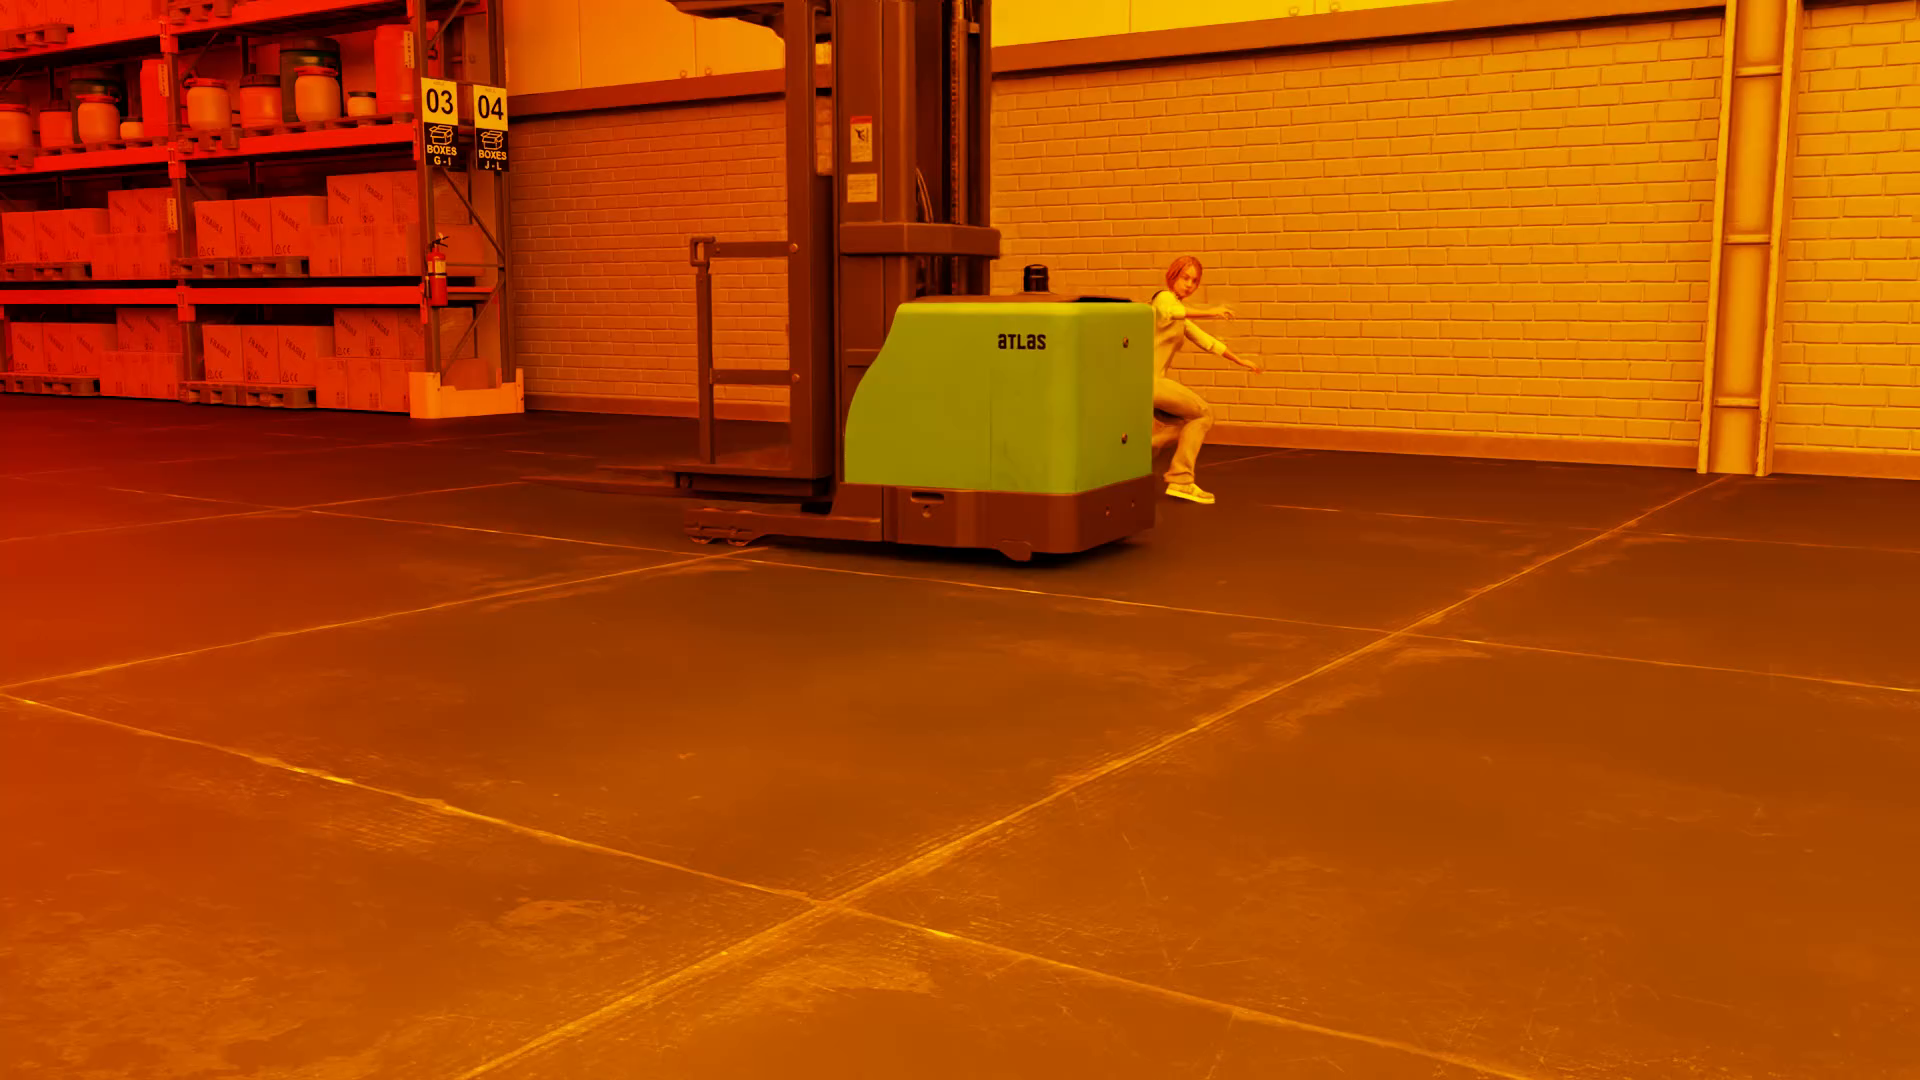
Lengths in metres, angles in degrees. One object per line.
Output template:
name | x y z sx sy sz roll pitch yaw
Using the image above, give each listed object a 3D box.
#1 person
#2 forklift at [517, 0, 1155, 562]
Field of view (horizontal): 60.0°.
person | 1.275 -0.878 9.069 0.882 1.331 0.680 -1 8 -6
forklift | -0.672 -1.481 7.604 3.031 2.935 1.130 4 9 26
